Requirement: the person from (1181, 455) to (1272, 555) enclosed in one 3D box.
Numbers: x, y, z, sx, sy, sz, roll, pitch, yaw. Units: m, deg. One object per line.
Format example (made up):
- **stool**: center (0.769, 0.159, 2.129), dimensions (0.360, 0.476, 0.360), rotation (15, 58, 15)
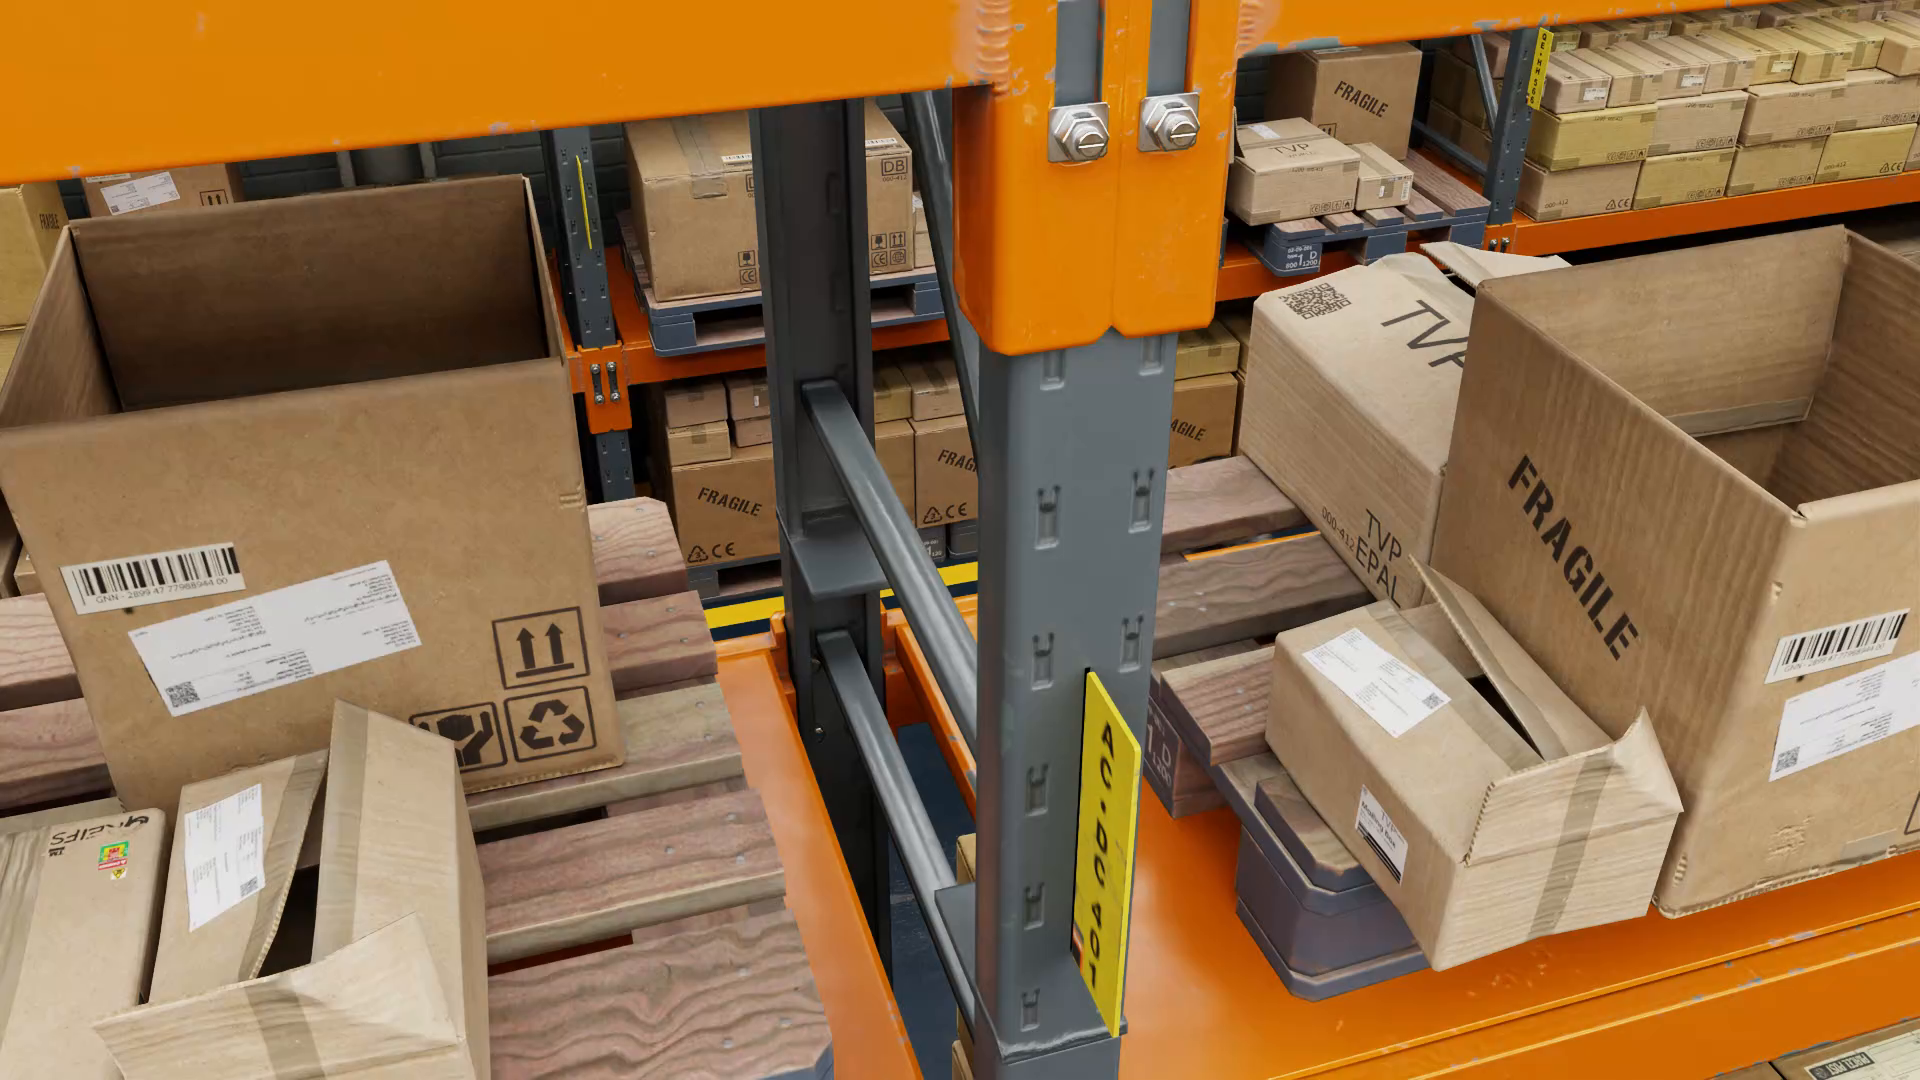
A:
- **person**: center (0.850, 0.261, 6.076), dimensions (0.860, 1.389, 0.464), rotation (-11, 35, -16)
